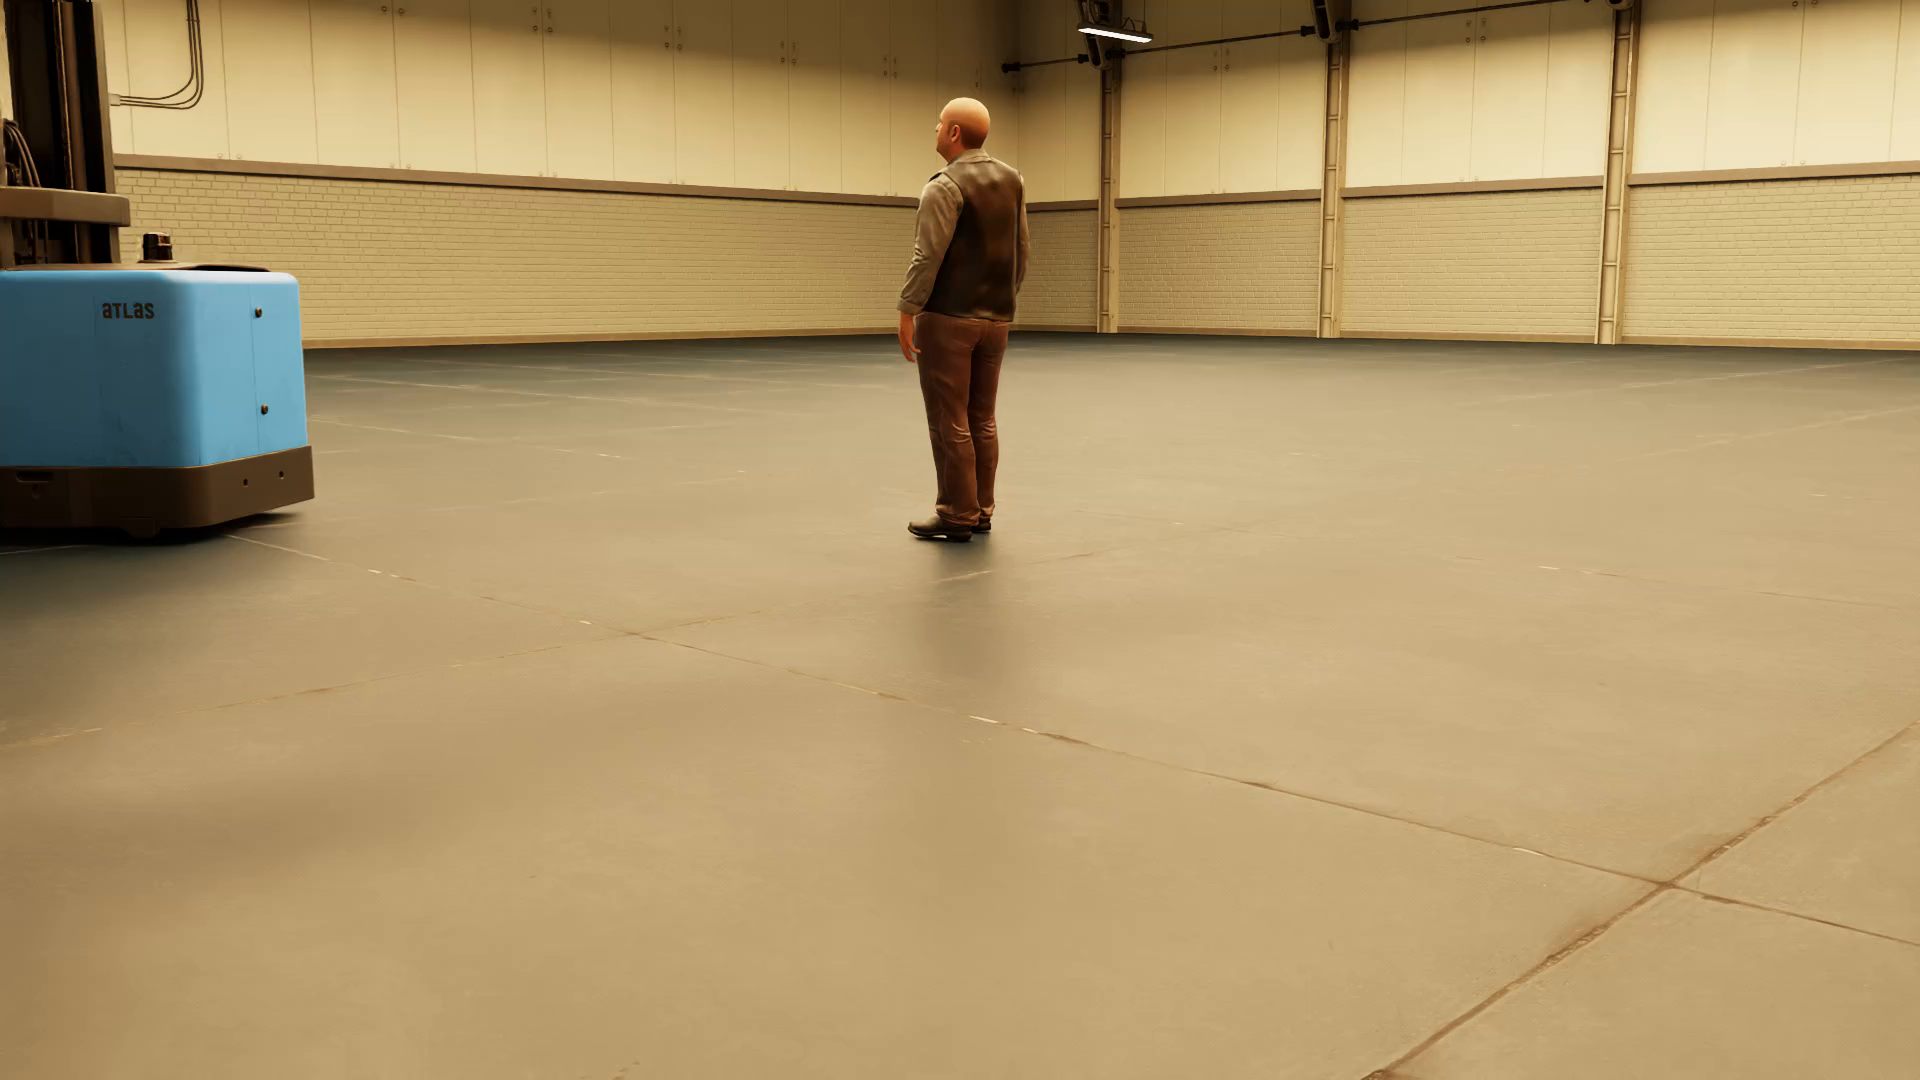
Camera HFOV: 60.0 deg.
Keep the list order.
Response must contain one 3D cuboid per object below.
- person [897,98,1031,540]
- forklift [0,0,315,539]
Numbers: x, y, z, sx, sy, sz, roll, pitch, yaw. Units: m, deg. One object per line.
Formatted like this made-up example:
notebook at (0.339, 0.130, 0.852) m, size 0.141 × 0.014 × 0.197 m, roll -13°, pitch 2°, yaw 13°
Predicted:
person at (-0.039, -0.866, 6.636) m, size 0.568 × 1.720 × 0.632 m, roll 8°, pitch 12°, yaw 43°
forklift at (-4.449, -1.520, 6.966) m, size 3.031 × 2.935 × 1.130 m, roll 1°, pitch 9°, yaw 5°
